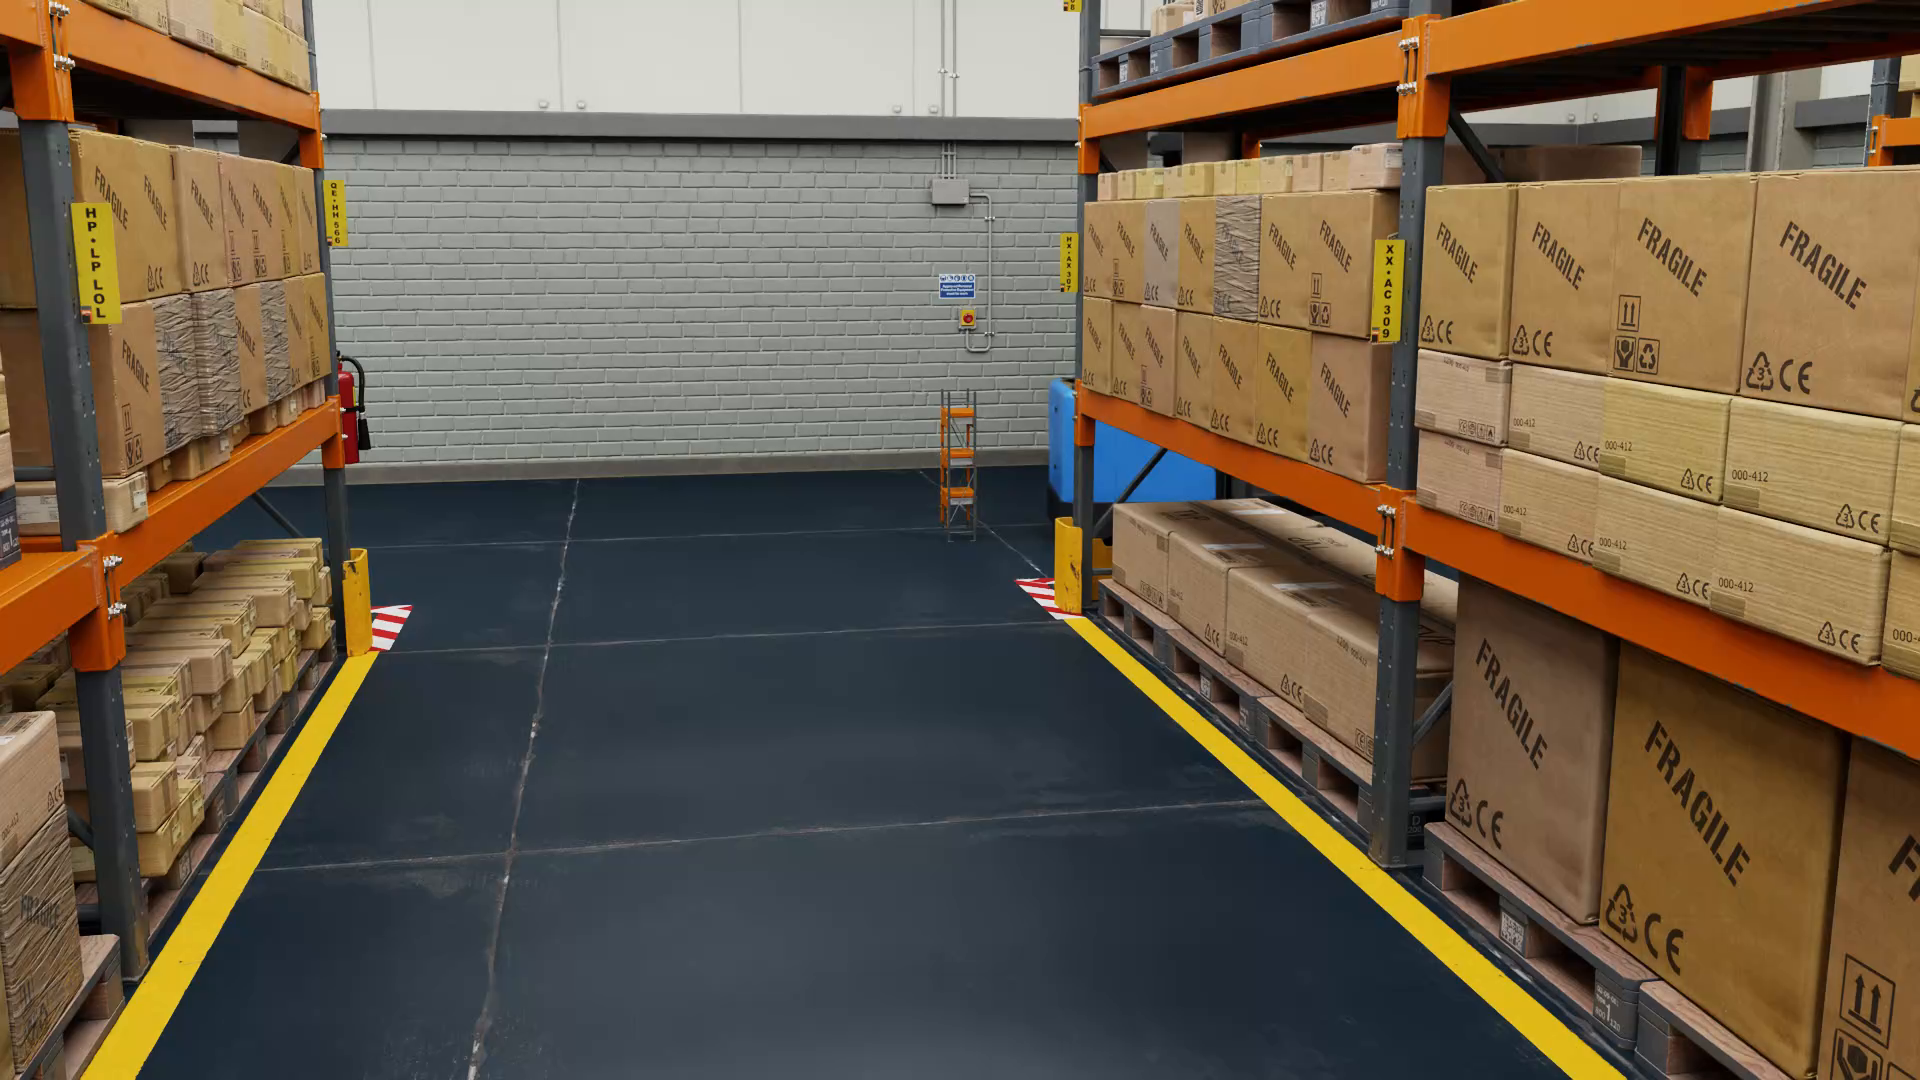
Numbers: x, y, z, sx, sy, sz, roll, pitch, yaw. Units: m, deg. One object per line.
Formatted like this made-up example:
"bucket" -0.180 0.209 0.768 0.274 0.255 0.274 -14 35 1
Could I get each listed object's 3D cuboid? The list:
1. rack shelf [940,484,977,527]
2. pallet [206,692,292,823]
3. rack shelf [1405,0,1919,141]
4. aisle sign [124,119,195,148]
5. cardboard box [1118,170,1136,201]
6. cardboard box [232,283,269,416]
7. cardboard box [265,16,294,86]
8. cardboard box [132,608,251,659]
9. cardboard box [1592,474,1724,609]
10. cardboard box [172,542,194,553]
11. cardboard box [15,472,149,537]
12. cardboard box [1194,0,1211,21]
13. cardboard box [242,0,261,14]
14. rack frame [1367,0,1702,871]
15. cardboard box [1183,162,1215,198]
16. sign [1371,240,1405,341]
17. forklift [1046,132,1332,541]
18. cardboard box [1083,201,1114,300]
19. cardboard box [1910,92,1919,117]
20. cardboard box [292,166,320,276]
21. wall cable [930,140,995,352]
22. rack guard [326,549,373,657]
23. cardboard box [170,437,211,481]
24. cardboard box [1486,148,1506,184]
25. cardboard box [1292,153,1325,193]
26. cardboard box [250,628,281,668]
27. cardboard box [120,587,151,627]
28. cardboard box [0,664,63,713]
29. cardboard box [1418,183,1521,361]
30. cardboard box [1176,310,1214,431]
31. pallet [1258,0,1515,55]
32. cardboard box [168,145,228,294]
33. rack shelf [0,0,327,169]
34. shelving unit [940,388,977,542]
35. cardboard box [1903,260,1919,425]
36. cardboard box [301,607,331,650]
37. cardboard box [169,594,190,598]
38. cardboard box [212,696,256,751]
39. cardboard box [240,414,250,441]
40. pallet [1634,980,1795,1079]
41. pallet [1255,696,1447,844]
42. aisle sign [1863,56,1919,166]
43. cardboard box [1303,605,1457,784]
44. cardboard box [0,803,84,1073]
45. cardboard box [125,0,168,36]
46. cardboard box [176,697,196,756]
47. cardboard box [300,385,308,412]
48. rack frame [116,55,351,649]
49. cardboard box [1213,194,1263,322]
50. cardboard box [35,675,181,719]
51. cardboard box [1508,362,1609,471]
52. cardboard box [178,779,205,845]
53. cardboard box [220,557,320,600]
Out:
"rack shelf" -0.010 -0.242 11.704 0.215 0.259 0.240 -2 11 -11
"pallet" -3.310 0.858 6.625 1.003 0.211 1.213 -2 11 -11
"rack shelf" 2.320 -1.118 3.449 1.077 0.370 4.000 -2 11 -11
"aisle sign" -3.991 -2.179 8.170 0.394 0.787 0.004 -2 11 -11
"cardboard box" 1.010 -1.785 8.374 0.380 0.149 0.250 -2 11 -9
"cardboard box" -3.053 -0.743 6.513 0.500 0.500 0.500 -2 11 -8
"cardboard box" -3.228 -2.132 7.256 0.500 0.250 0.500 -2 11 -11
"cardboard box" -3.047 0.378 6.600 0.380 0.149 0.250 -2 11 -11
"cardboard box" 1.944 -0.011 4.133 0.500 0.250 0.500 -2 11 -11
"cardboard box" -3.914 0.111 8.002 0.380 0.149 0.250 -3 11 -14
"cardboard box" -2.639 -0.106 4.905 0.380 0.149 0.250 -2 11 -9
"cardboard box" 1.396 -2.507 7.671 0.500 0.311 0.500 -2 11 -10
"cardboard box" -3.146 -2.282 6.705 0.500 0.250 0.500 -2 11 -10
"rack frame" 1.931 -0.364 5.589 1.000 3.000 0.127 -2 11 -11
"cardboard box" 1.211 -1.596 7.383 0.380 0.149 0.250 -2 11 -12
"sign" 1.387 -0.808 5.393 0.100 0.325 0.005 -2 11 -11
"forklift" 2.175 -1.499 11.733 3.031 2.935 1.130 -1 11 -3
"cardboard box" 0.967 -1.540 8.824 0.500 0.500 0.500 -2 11 -12
"cardboard box" 5.855 -2.563 9.787 0.380 0.149 0.250 -2 11 -10
"cardboard box" -3.349 -1.511 7.876 0.500 0.500 0.500 -2 11 -12
"wall cable" 0.034 -2.646 14.775 0.585 1.953 0.123 -2 11 -11
"rack guard" -3.668 0.342 8.561 1.175 0.500 0.348 -2 11 -11
"cardboard box" -2.897 -0.297 5.905 0.380 0.149 0.250 -2 11 -10
"cardboard box" 2.059 -1.337 6.023 0.380 0.149 0.250 -2 11 -10
"cardboard box" 1.509 -1.413 6.419 0.380 0.149 0.250 -2 11 -11
"cardboard box" -3.052 0.472 6.898 0.380 0.149 0.250 -2 11 -8
"cardboard box" -3.645 0.302 7.000 0.380 0.149 0.250 -2 11 -9
"cardboard box" -3.347 0.539 5.753 0.380 0.149 0.250 -2 11 -9
"cardboard box" 1.735 -0.814 5.007 0.500 0.500 0.500 -2 11 -10
"cardboard box" 1.286 -0.772 7.462 0.500 0.500 0.500 -2 11 -9
"pallet" 1.783 -1.945 6.107 1.003 0.211 1.213 -2 11 -11
"cardboard box" -2.937 -1.132 5.885 0.500 0.500 0.500 -2 11 -10
"rack shelf" -3.293 -1.653 6.260 1.077 0.370 4.000 -2 11 -11
"shelving unit" -0.010 -0.526 11.650 0.215 1.050 0.252 -2 11 -11
"cardboard box" 2.154 -0.442 3.053 0.500 0.500 0.500 -2 11 -11
"cardboard box" -3.226 0.427 7.932 0.380 0.149 0.250 -2 11 -9
"cardboard box" -3.700 0.348 7.552 0.380 0.149 0.250 -2 11 -10
"cardboard box" -2.952 0.713 6.428 0.380 0.149 0.250 -2 11 -13
"cardboard box" -3.178 -0.487 6.906 0.380 0.149 0.250 -3 11 -13
"pallet" 2.396 1.368 3.943 1.003 0.211 1.213 -2 11 -11
"pallet" 1.860 0.863 6.597 1.003 0.211 1.213 -2 11 -11
"aisle sign" 5.720 -2.558 10.162 0.394 0.787 0.004 -2 11 -11
"cardboard box" 1.915 0.569 6.415 0.875 0.438 0.875 -2 11 -12
"cardboard box" -2.513 0.982 4.075 0.500 0.500 0.500 -2 11 -12
"cardboard box" -2.842 -1.752 5.257 0.500 0.250 0.500 -2 11 -12
"cardboard box" -2.931 0.668 5.871 0.380 0.149 0.250 -3 11 -14
"cardboard box" -3.330 -0.680 7.917 0.380 0.149 0.250 -2 11 -11
"rack frame" -3.682 -0.900 8.400 1.000 3.000 0.127 -2 11 -11
"cardboard box" 1.370 -1.168 6.867 0.500 0.500 0.500 -2 11 -10
"cardboard box" -2.861 0.568 5.600 0.380 0.149 0.250 -2 11 -12
"cardboard box" 1.869 -0.351 4.581 0.500 0.250 0.500 -2 11 -10
"cardboard box" -2.712 0.901 5.442 0.380 0.149 0.250 -2 11 -9
"cardboard box" -3.163 0.181 7.632 0.380 0.149 0.250 -2 11 -12
